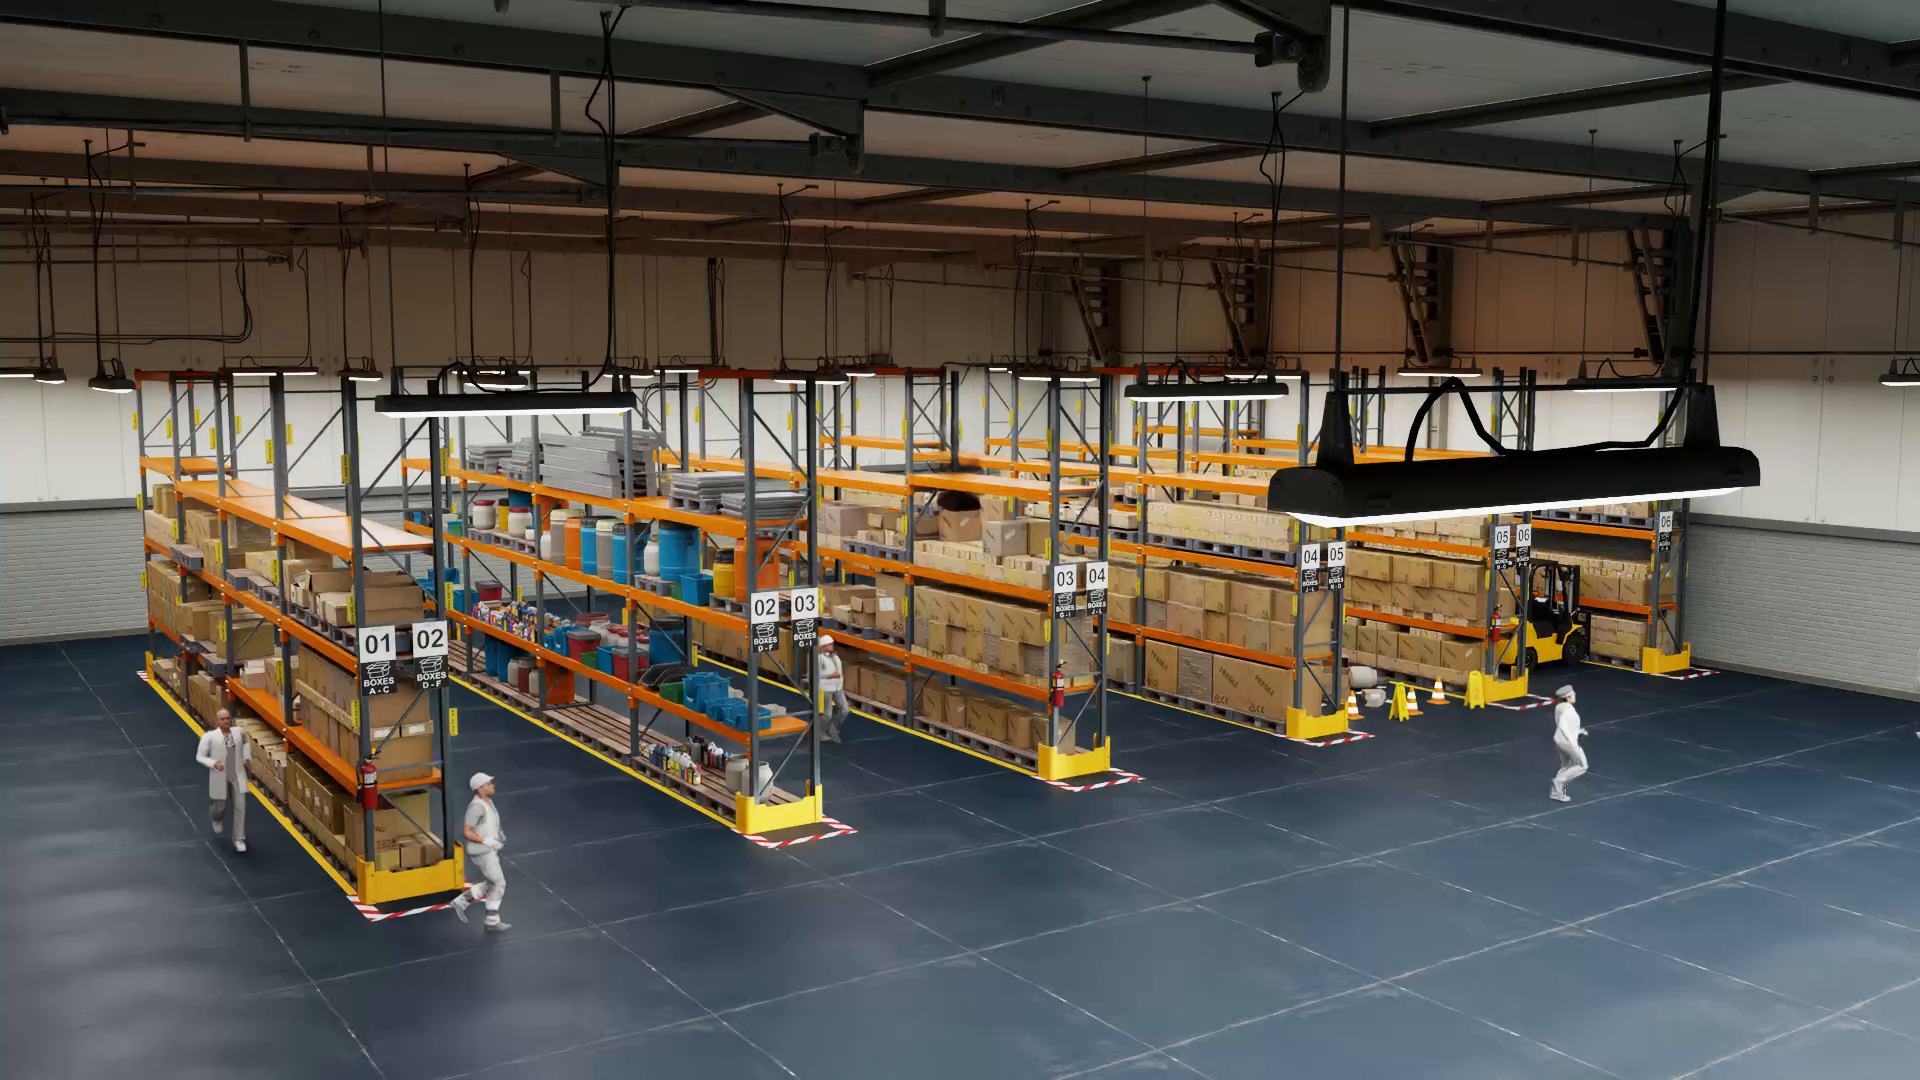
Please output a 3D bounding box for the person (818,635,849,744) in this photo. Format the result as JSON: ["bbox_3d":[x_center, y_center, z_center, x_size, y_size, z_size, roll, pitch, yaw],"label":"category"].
[{"bbox_3d":[-2.065,2.434,26.871,0.669,1.789,0.640,6,9,44],"label":"person"}]

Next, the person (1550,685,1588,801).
[{"bbox_3d":[8.620,2.864,23.479,0.535,1.659,0.605,0,6,-1],"label":"person"}]

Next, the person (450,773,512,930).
[{"bbox_3d":[-5.287,3.428,18.295,0.679,1.756,0.674,-1,6,-5],"label":"person"}]

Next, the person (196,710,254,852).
[{"bbox_3d":[-9.390,3.042,21.309,0.718,1.764,1.024,-5,8,-40],"label":"person"}]
